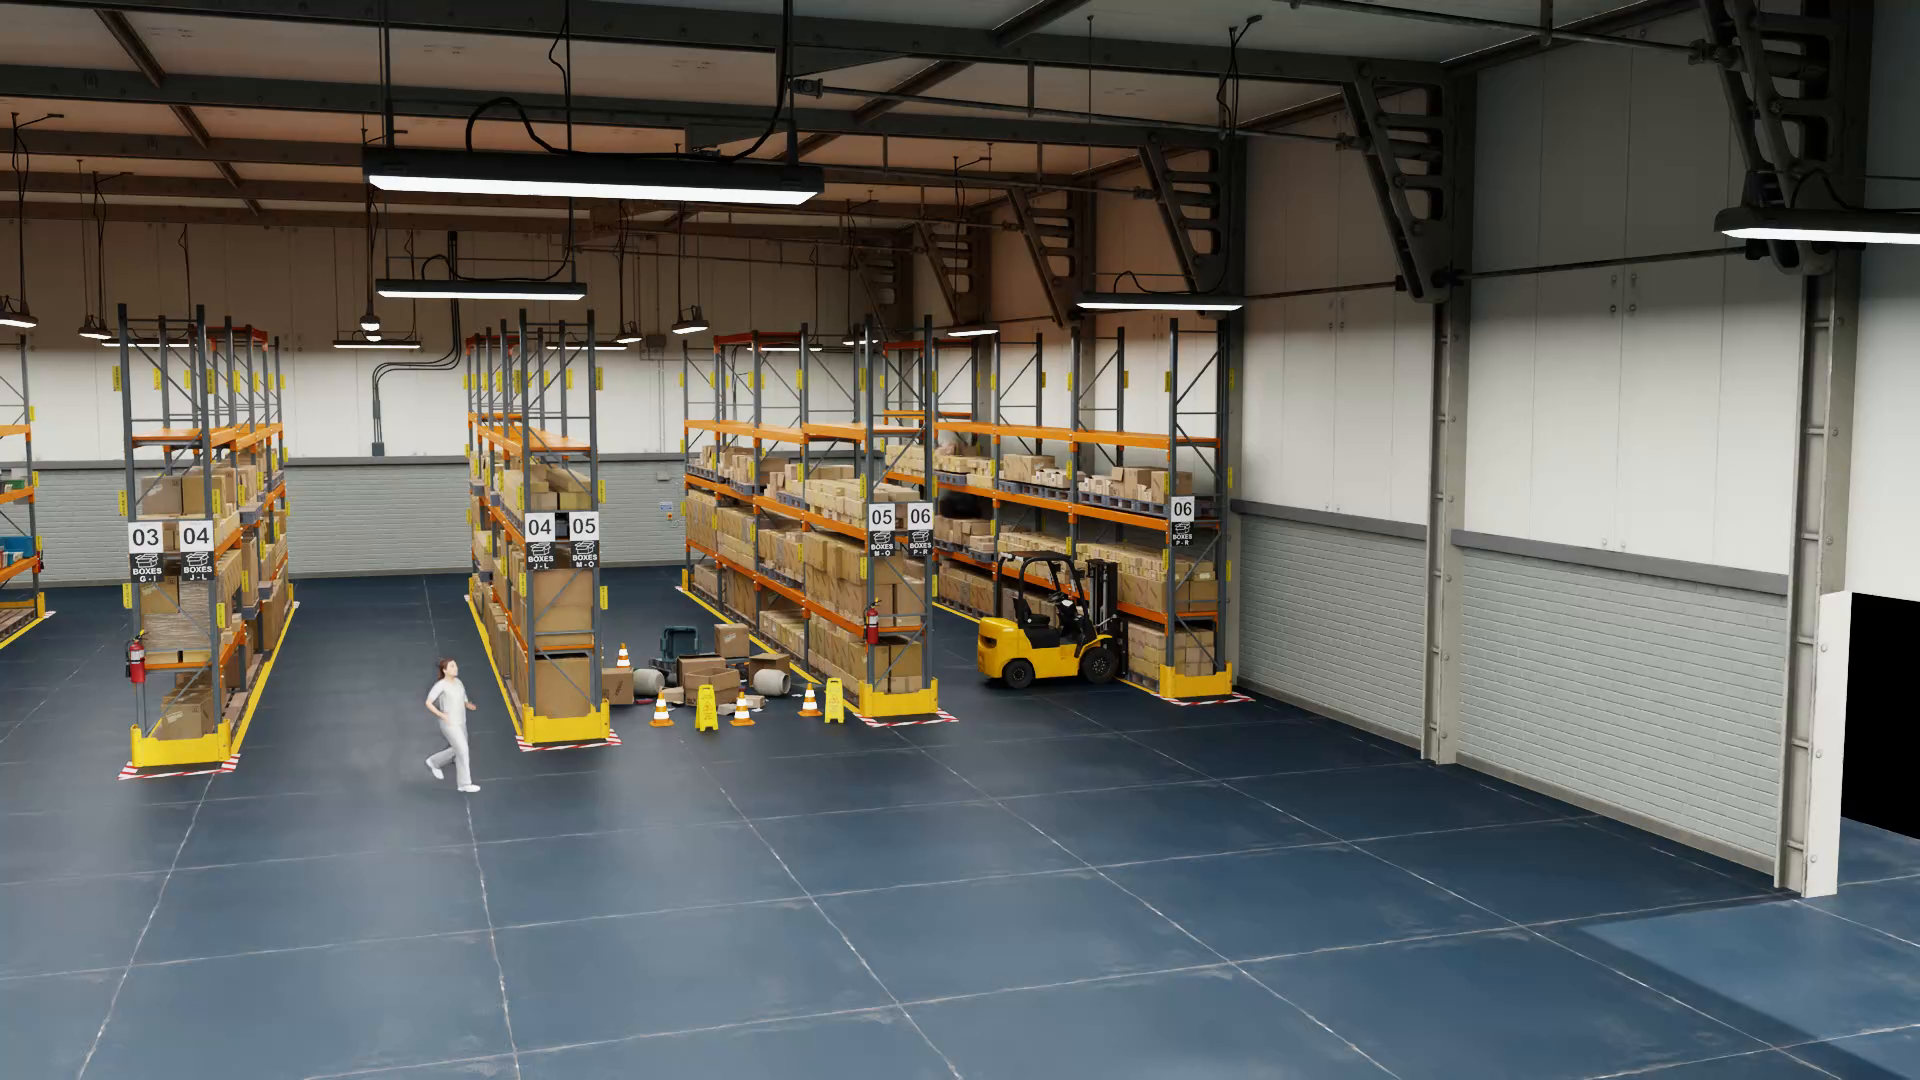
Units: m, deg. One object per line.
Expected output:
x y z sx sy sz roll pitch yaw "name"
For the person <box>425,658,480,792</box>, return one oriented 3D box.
-6.254 2.254 20.382 0.829 1.638 0.577 2 6 21 "person"
